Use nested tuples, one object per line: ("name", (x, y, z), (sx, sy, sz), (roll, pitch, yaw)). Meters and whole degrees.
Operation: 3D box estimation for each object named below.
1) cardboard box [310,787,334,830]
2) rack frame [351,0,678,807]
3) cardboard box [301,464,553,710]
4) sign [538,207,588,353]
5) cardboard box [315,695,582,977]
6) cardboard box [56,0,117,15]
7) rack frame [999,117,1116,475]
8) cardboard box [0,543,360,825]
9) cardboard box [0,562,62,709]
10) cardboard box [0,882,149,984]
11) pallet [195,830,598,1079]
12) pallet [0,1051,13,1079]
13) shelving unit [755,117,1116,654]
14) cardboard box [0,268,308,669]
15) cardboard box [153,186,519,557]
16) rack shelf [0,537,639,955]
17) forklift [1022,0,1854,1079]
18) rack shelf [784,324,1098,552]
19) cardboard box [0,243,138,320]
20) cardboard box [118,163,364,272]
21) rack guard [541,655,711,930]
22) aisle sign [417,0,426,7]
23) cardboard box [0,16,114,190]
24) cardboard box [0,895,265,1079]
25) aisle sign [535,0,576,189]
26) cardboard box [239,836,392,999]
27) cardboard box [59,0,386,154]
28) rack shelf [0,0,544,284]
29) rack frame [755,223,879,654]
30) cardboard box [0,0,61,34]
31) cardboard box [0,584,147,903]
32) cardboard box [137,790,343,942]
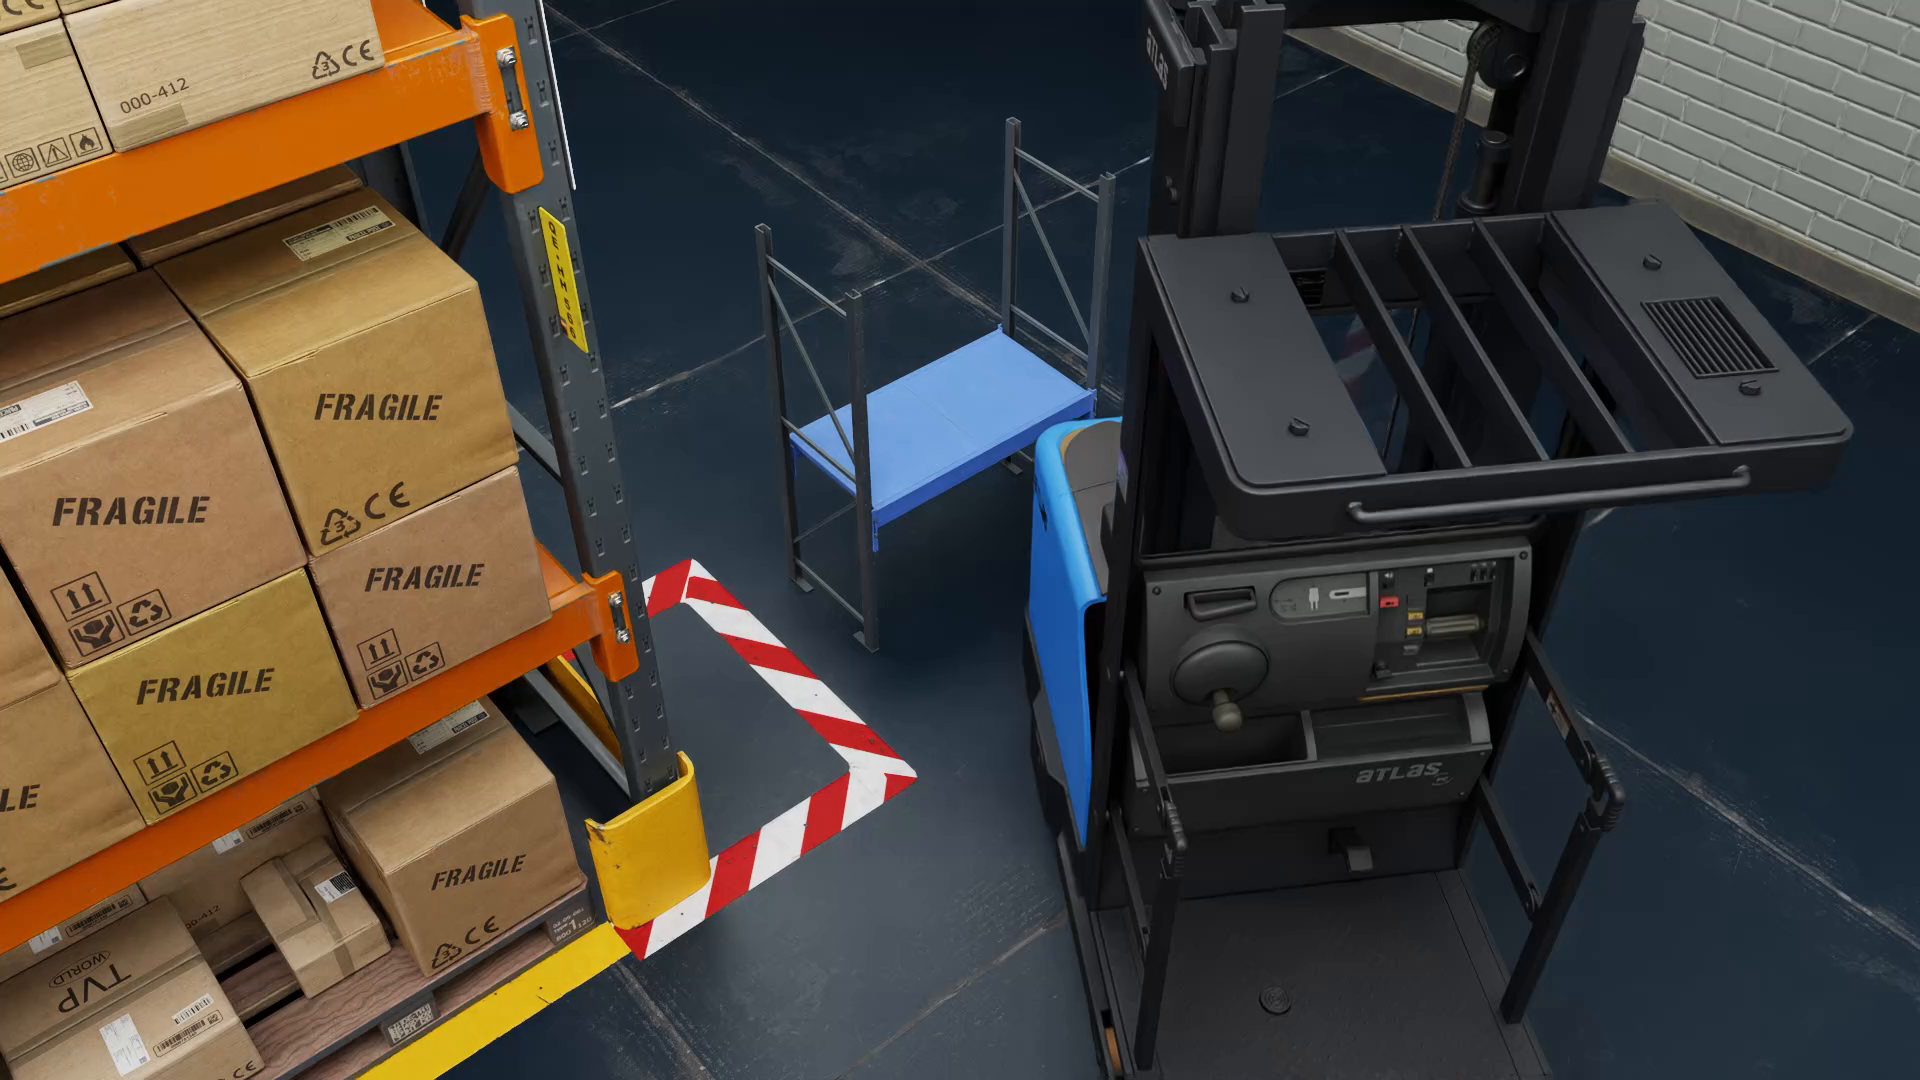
("cardboard box", (-1.925, 0.668, 5.096), (0.250, 0.166, 0.380), (-30, 51, -28))
("rack frame", (-1.192, -0.318, 4.397), (0.127, 3.000, 1.000), (-30, 51, -28))
("cardboard box", (-1.361, -0.015, 4.001), (0.500, 0.500, 0.500), (-28, 50, -27))
("sign", (-0.851, -0.555, 3.573), (0.005, 0.325, 0.100), (-30, 51, -28))
("cardboard box", (-1.451, 0.801, 4.710), (0.500, 0.500, 0.500), (-30, 51, -28))
("cardboard box", (-1.422, -1.179, 2.868), (0.500, 0.250, 0.500), (-30, 51, -28))
("rack frame", (0.325, -0.733, 5.934), (0.032, 1.500, 0.500), (-30, 51, -28))
("cardboard box", (-1.756, 0.215, 3.757), (0.500, 0.500, 0.500), (-29, 51, -28))
("cardboard box", (-2.138, 0.074, 3.177), (0.500, 0.500, 0.500), (-28, 50, -27))
("cardboard box", (-2.558, 1.053, 4.625), (0.500, 0.250, 0.500), (-30, 51, -28))
("pallet", (-1.861, 1.083, 4.943), (1.213, 0.211, 1.003), (-30, 51, -28))
("pallet", (-2.796, 1.616, 4.376), (1.213, 0.211, 1.003), (-30, 51, -28))
("shelving unit", (-0.065, -0.509, 5.697), (1.048, 1.500, 0.538), (-30, 51, -28))
("cardboard box", (-1.744, -0.156, 3.422), (0.500, 0.500, 0.500), (-28, 50, -27))
("cardboard box", (-1.357, -0.379, 3.659), (0.500, 0.500, 0.500), (-30, 51, -28))
("rack shelf", (-2.726, 0.823, 3.708), (4.000, 0.370, 1.077), (-30, 51, -28))
("forklift", (0.924, 0.314, 3.775), (1.130, 2.935, 3.031), (-5, 43, -6))
("rack shelf", (-0.065, -0.378, 5.820), (1.000, 0.185, 0.538), (-30, 51, -28))
("cardboard box", (-2.097, -0.429, 3.712), (0.500, 0.500, 0.500), (-29, 51, -27))
("cardboard box", (-1.701, -0.662, 3.961), (0.500, 0.500, 0.500), (-28, 50, -27))
("rack guard", (-1.250, 0.627, 5.217), (0.348, 0.500, 1.175), (-30, 51, -28))
("aisle sign", (-1.328, -1.450, 3.703), (0.004, 0.787, 0.394), (-30, 51, -28))
("cardboard box", (-1.807, -0.779, 2.806), (0.500, 0.250, 0.500), (-30, 51, -28))
("cardboard box", (-2.199, 1.294, 4.368), (0.500, 0.250, 0.500), (-30, 51, -28))
("aisle sign", (-0.943, -1.135, 3.368), (0.004, 0.787, 0.394), (-30, 51, -28))
("cardboard box", (-1.819, 1.053, 4.686), (0.250, 0.166, 0.380), (-30, 51, -28))
("cardboard box", (-1.417, -0.992, 3.034), (0.500, 0.250, 0.500), (-30, 51, -28))
("rack shelf", (-2.726, -0.271, 2.681), (4.000, 0.370, 1.077), (-30, 51, -28))
("rack frame", (-0.455, -0.286, 5.459), (0.032, 1.500, 0.500), (-30, 51, -28))
("cardboard box", (-1.806, -0.959, 2.634), (0.500, 0.250, 0.500), (-30, 51, -28))
("cardboard box", (-2.143, 0.431, 3.527), (0.500, 0.500, 0.500), (-29, 51, -28))
("cardboard box", (-2.174, 0.834, 4.858), (0.500, 0.250, 0.500), (-30, 51, -28))
